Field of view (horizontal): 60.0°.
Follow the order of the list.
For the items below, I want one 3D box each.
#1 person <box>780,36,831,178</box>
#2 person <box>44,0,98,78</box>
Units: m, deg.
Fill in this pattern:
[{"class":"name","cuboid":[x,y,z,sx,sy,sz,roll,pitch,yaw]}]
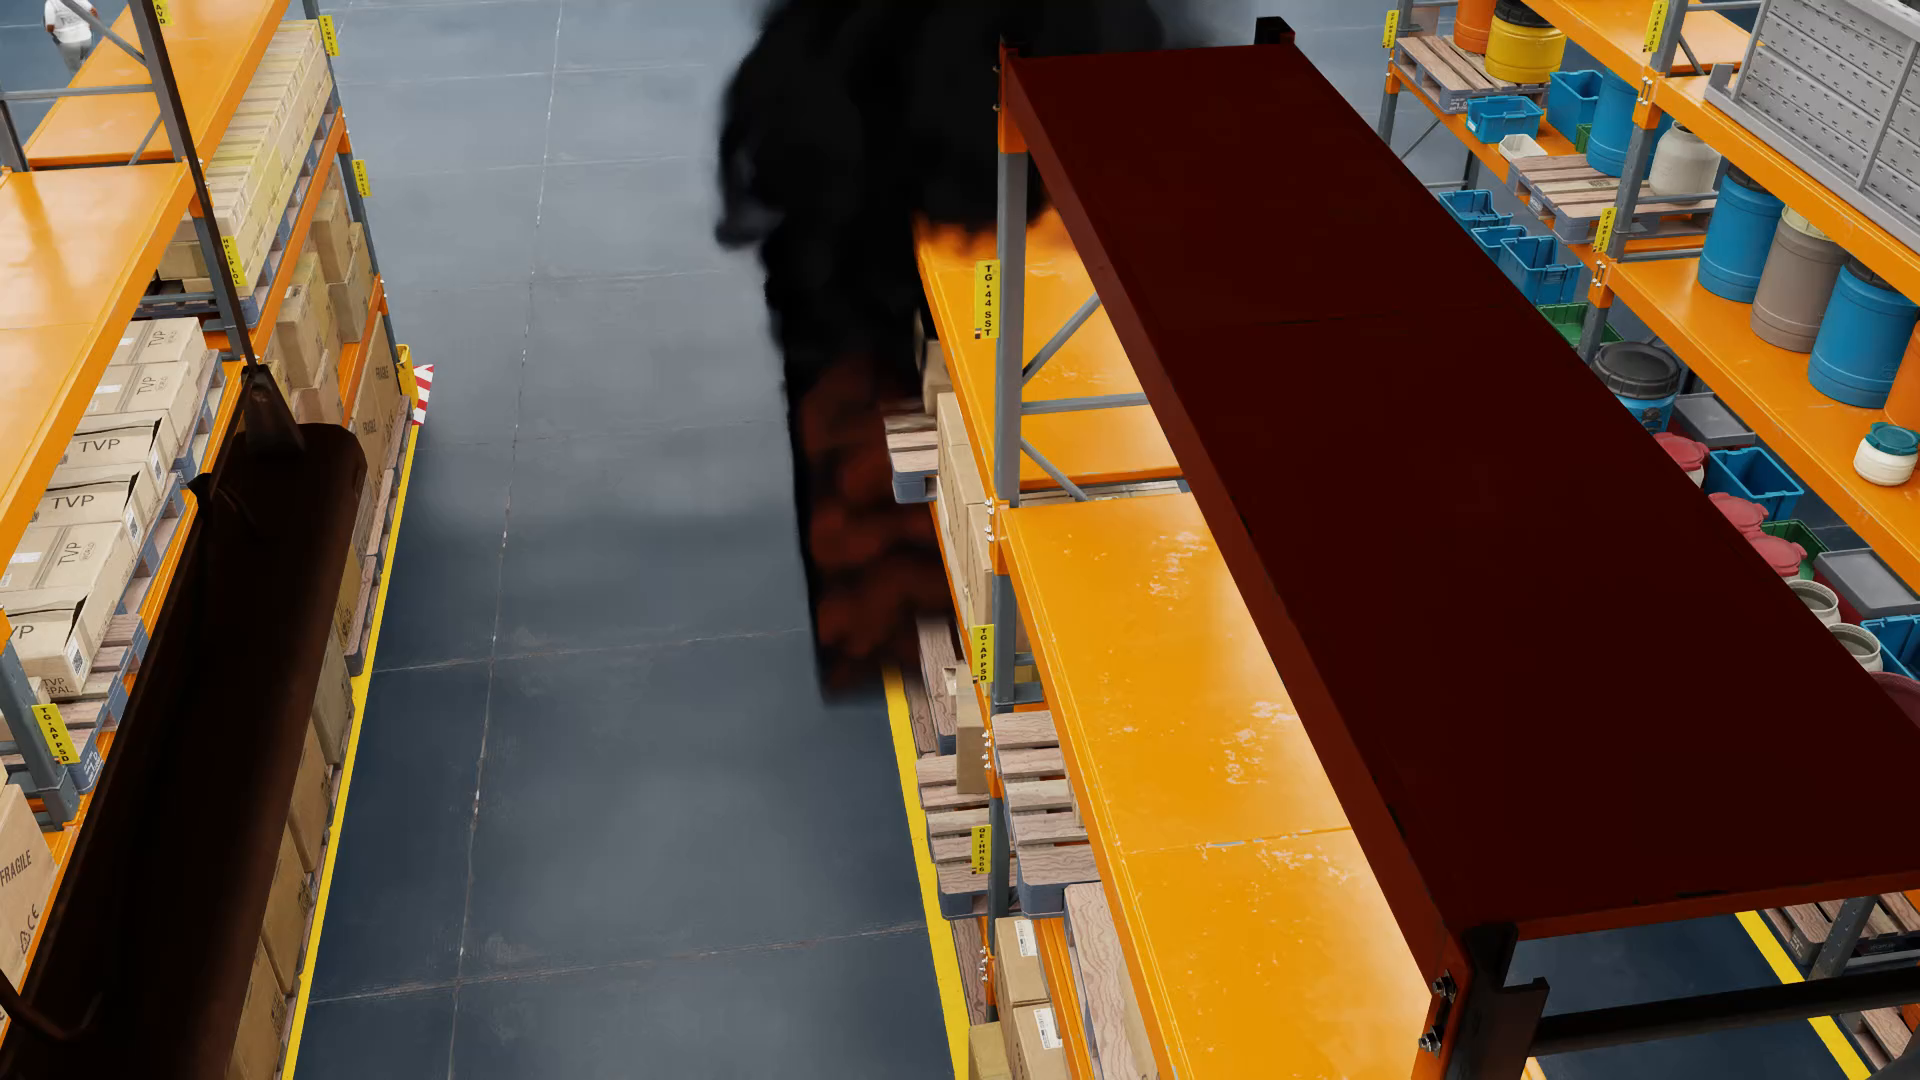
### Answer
[{"class":"person","cuboid":[-1.673,-4.793,18.548,0.845,1.659,0.581,10,37,13]},{"class":"person","cuboid":[-10.933,-6.153,20.448,0.574,1.626,0.593,15,39,19]}]
